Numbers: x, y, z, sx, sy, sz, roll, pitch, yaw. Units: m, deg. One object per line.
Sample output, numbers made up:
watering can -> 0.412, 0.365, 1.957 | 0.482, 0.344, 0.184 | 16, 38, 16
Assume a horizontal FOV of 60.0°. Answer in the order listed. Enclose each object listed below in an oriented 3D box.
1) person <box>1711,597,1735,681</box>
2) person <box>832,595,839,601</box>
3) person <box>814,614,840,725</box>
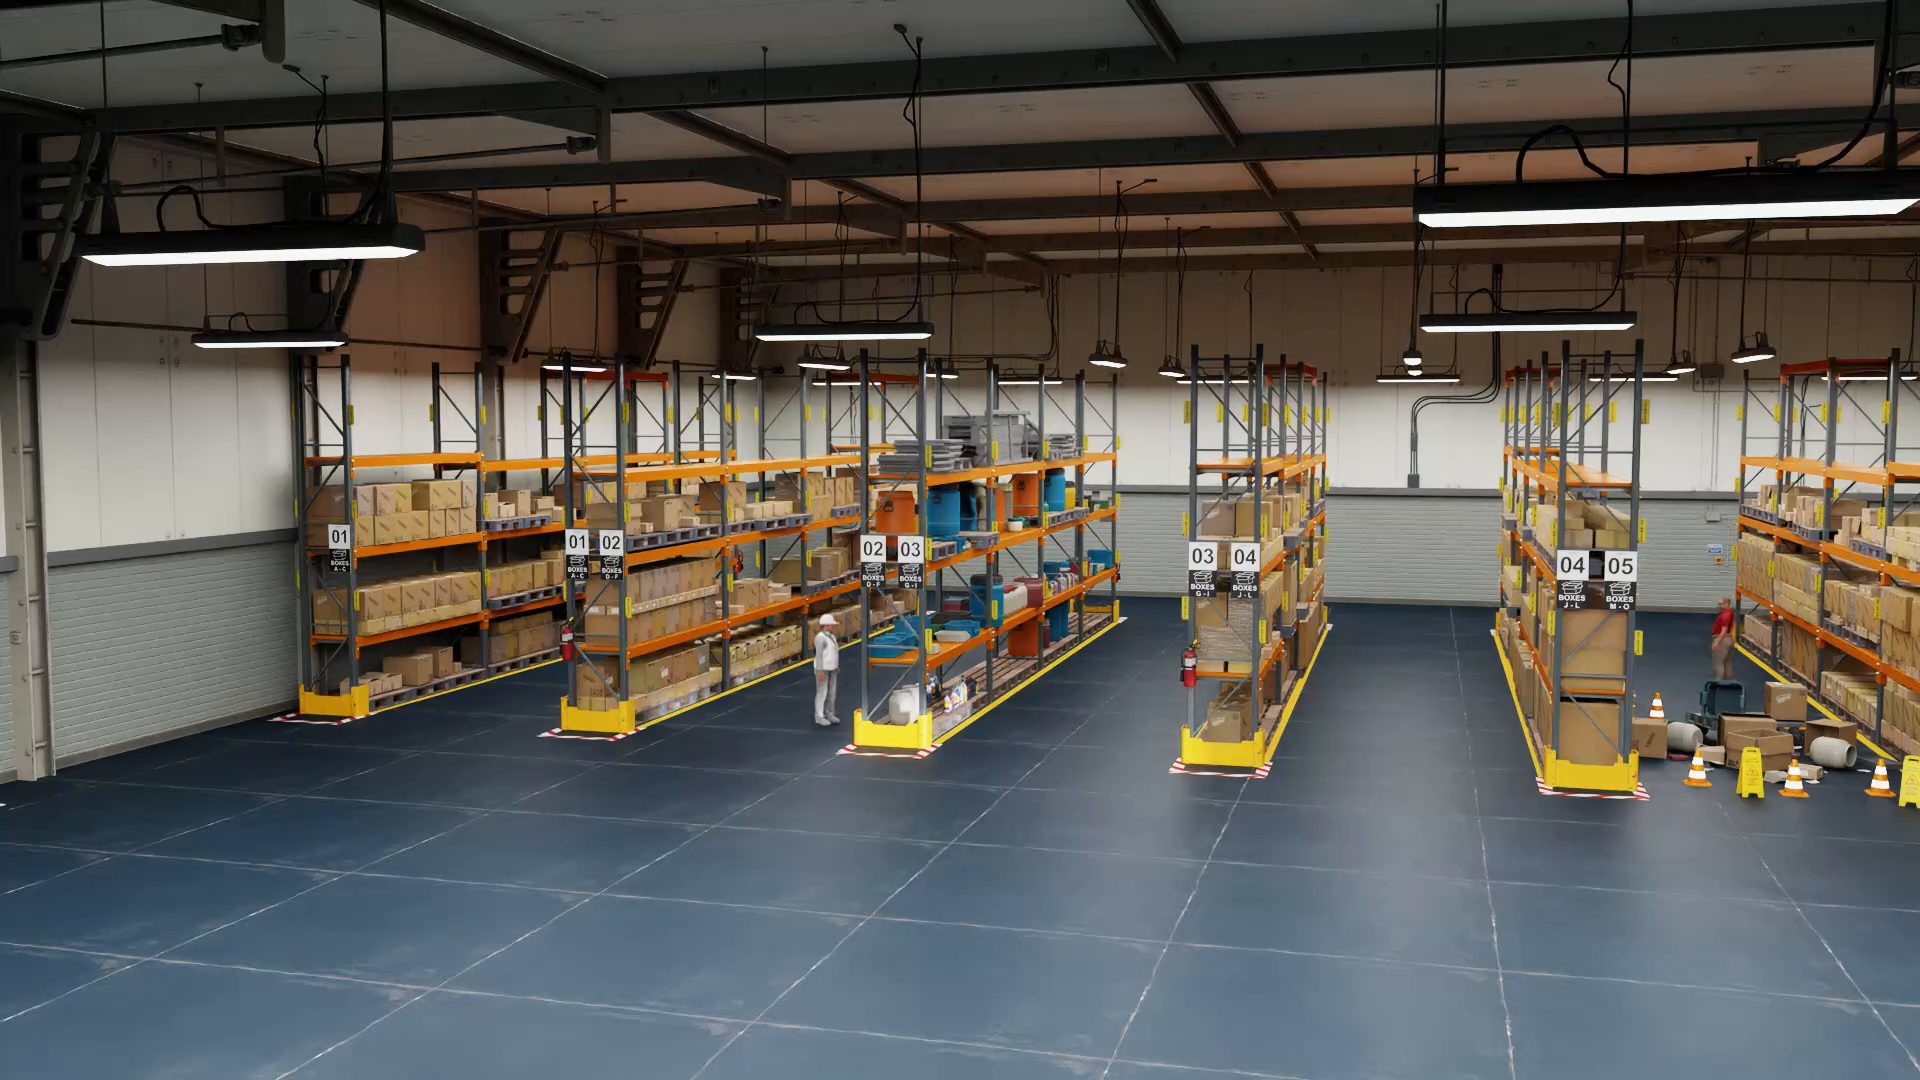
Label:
person -> 13.779, 1.894, 30.116 | 0.419, 1.735, 0.639 | 4, 6, 45
person -> -3.094, 1.026, 41.780 | 0.389, 1.671, 0.543 | 1, 4, 17
person -> -2.156, 2.090, 26.966 | 0.399, 1.788, 0.553 | 2, 5, 23
